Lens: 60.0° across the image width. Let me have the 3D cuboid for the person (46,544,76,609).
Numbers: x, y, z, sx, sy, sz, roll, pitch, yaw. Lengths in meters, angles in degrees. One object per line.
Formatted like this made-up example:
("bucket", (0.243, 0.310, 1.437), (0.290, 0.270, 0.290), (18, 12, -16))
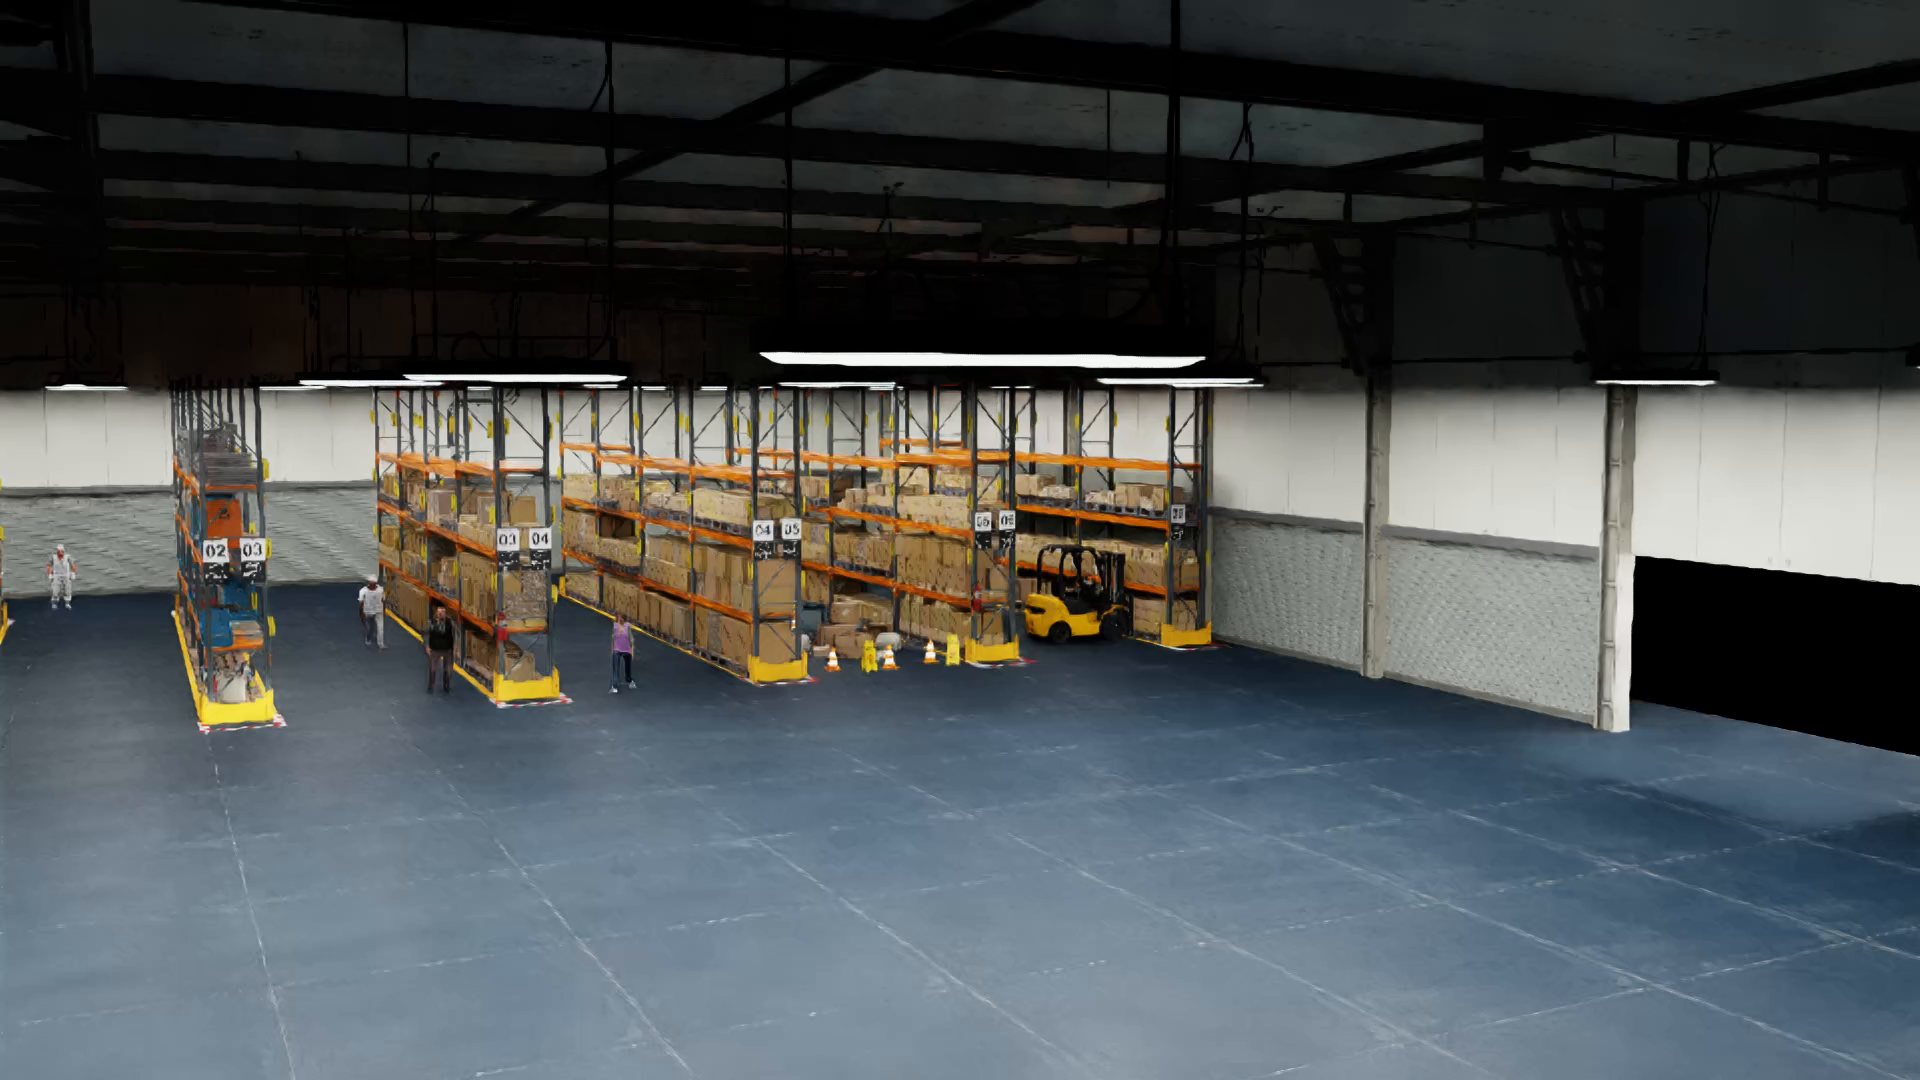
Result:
("person", (-23.650, 0.972, 43.769), (0.677, 1.742, 0.552), (-3, 6, -28))

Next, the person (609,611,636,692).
("person", (-6.469, 2.118, 31.881), (0.455, 1.543, 0.885), (0, 5, -3))

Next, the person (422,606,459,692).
("person", (-9.893, 2.080, 31.678), (0.677, 1.673, 0.530), (-3, 6, -28))

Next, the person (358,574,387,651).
("person", (-13.044, 1.587, 36.925), (0.577, 1.691, 1.121), (-2, 6, -25))
